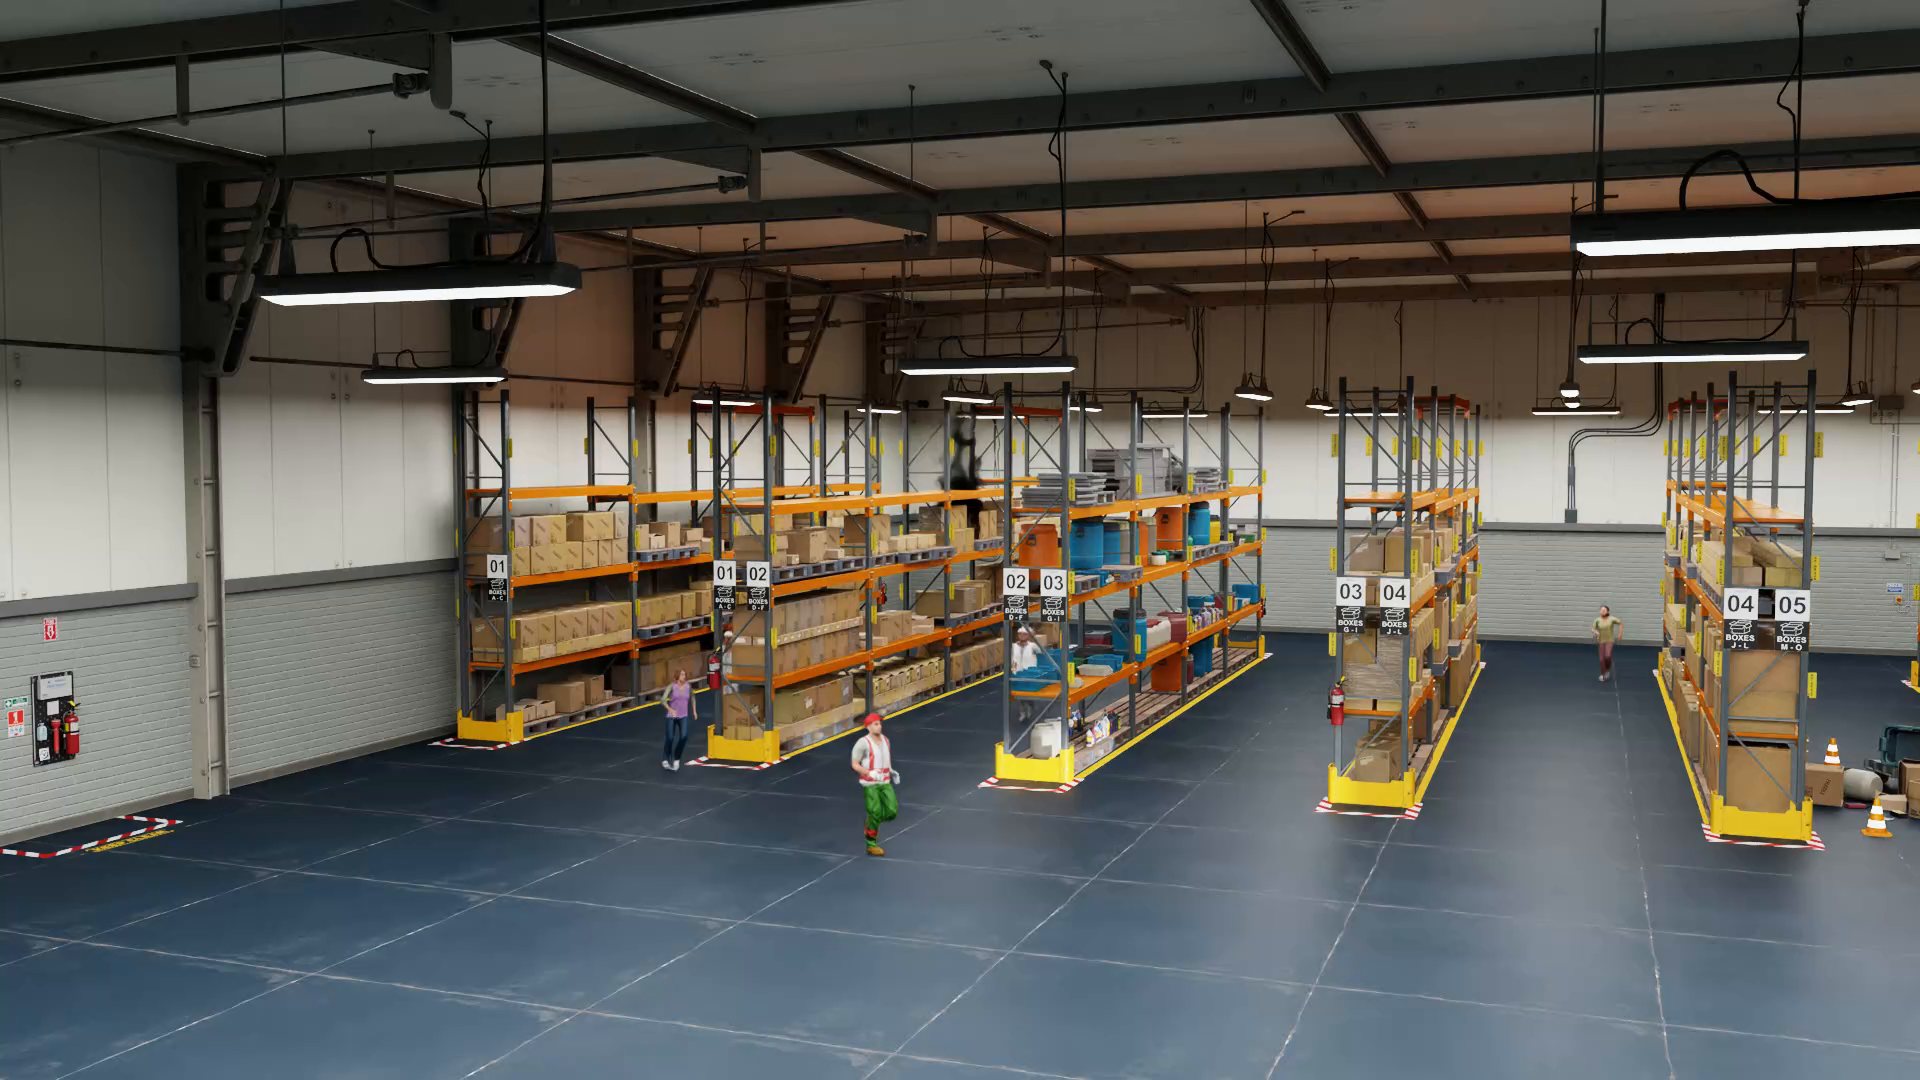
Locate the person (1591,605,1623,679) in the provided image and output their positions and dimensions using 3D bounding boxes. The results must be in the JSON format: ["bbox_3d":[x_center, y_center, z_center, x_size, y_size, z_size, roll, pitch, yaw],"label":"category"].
[{"bbox_3d":[13.866,2.208,35.676,0.596,1.622,0.764,2,4,33],"label":"person"}]

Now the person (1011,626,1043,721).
[{"bbox_3d":[1.160,2.454,30.421,0.645,1.732,0.592,1,3,20],"label":"person"}]

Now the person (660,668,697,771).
[{"bbox_3d":[-4.374,2.785,25.919,0.598,1.575,0.568,-1,3,-22],"label":"person"}]

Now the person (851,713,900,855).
[{"bbox_3d":[-1.032,3.004,20.510,0.652,1.742,0.594,-3,4,-42],"label":"person"}]

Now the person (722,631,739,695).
[{"bbox_3d":[-4.169,2.496,29.847,0.659,1.733,0.634,0,3,8],"label":"person"}]
